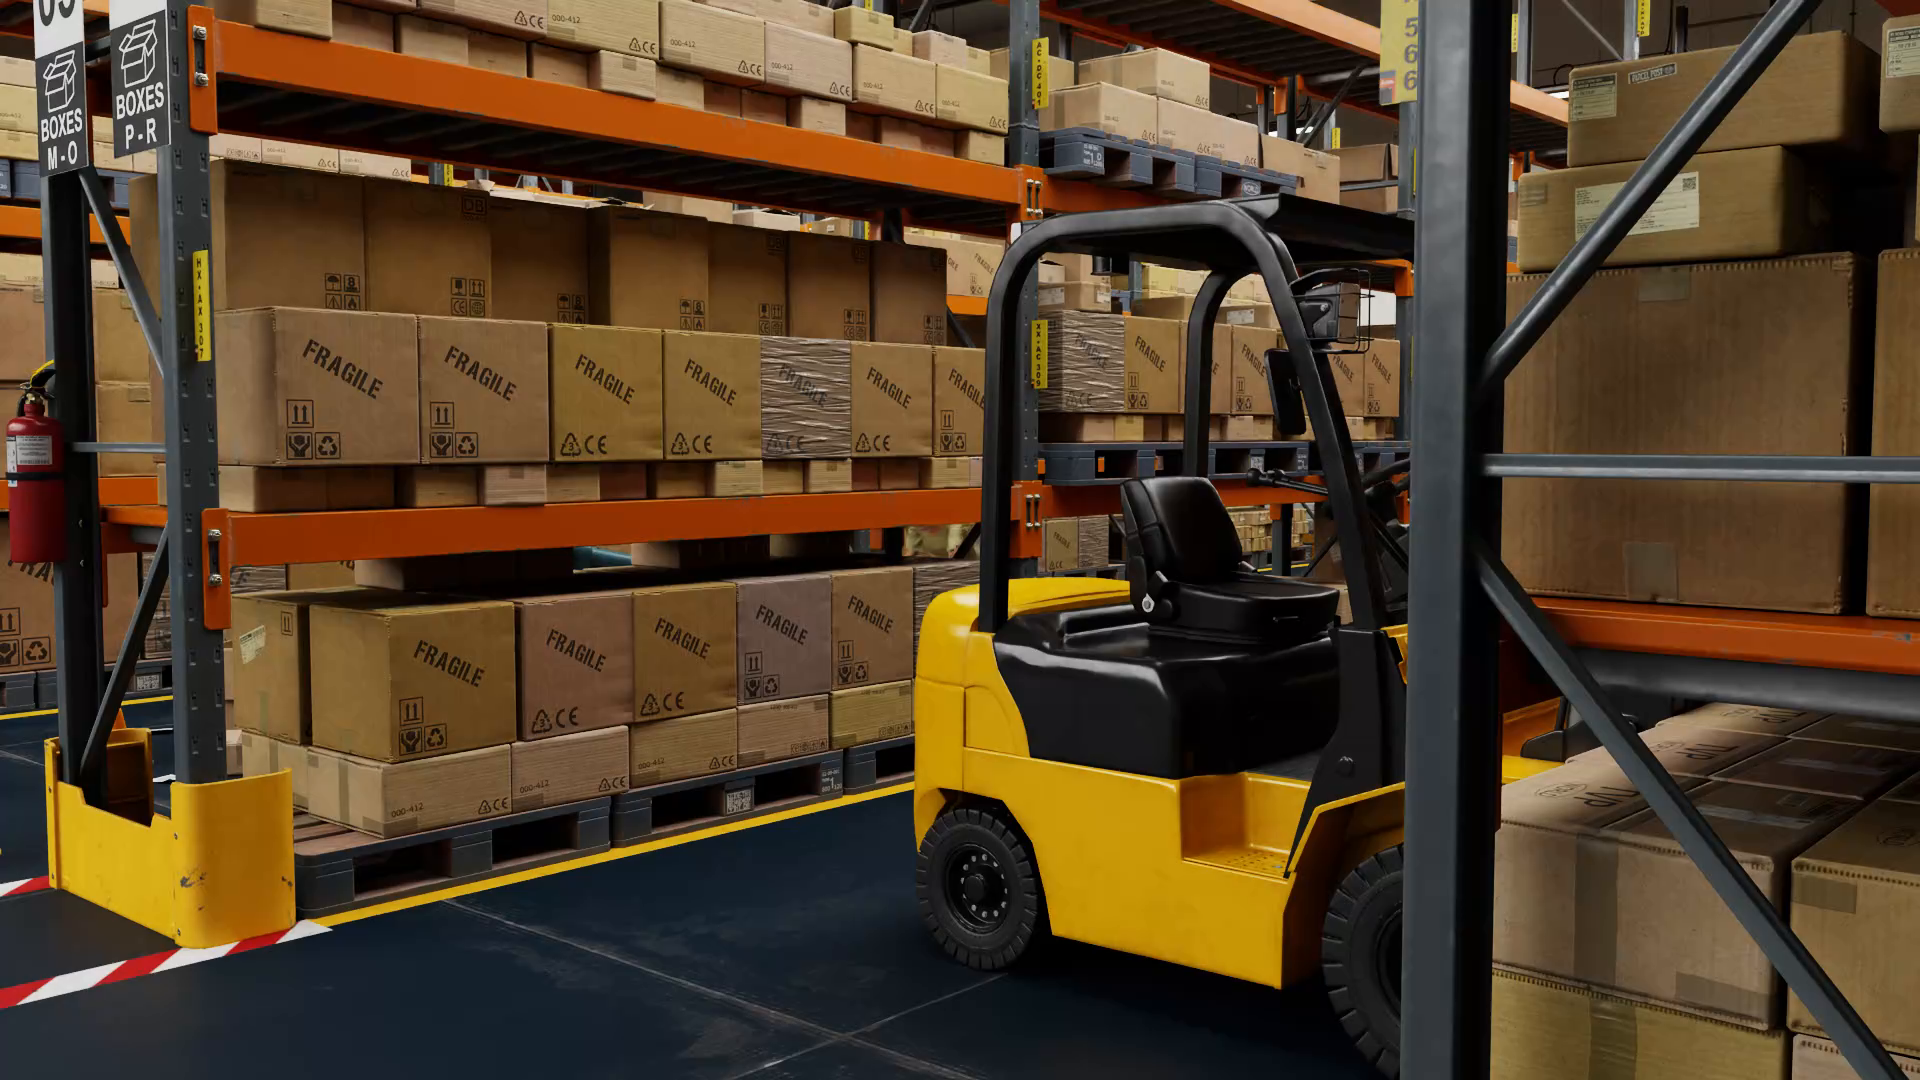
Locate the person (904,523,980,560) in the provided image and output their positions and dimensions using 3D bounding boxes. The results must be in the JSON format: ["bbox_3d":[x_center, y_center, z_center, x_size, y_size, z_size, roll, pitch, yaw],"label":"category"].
[{"bbox_3d":[-0.114,0.240,11.577,0.505,1.159,0.740,3,5,41],"label":"person"}]
